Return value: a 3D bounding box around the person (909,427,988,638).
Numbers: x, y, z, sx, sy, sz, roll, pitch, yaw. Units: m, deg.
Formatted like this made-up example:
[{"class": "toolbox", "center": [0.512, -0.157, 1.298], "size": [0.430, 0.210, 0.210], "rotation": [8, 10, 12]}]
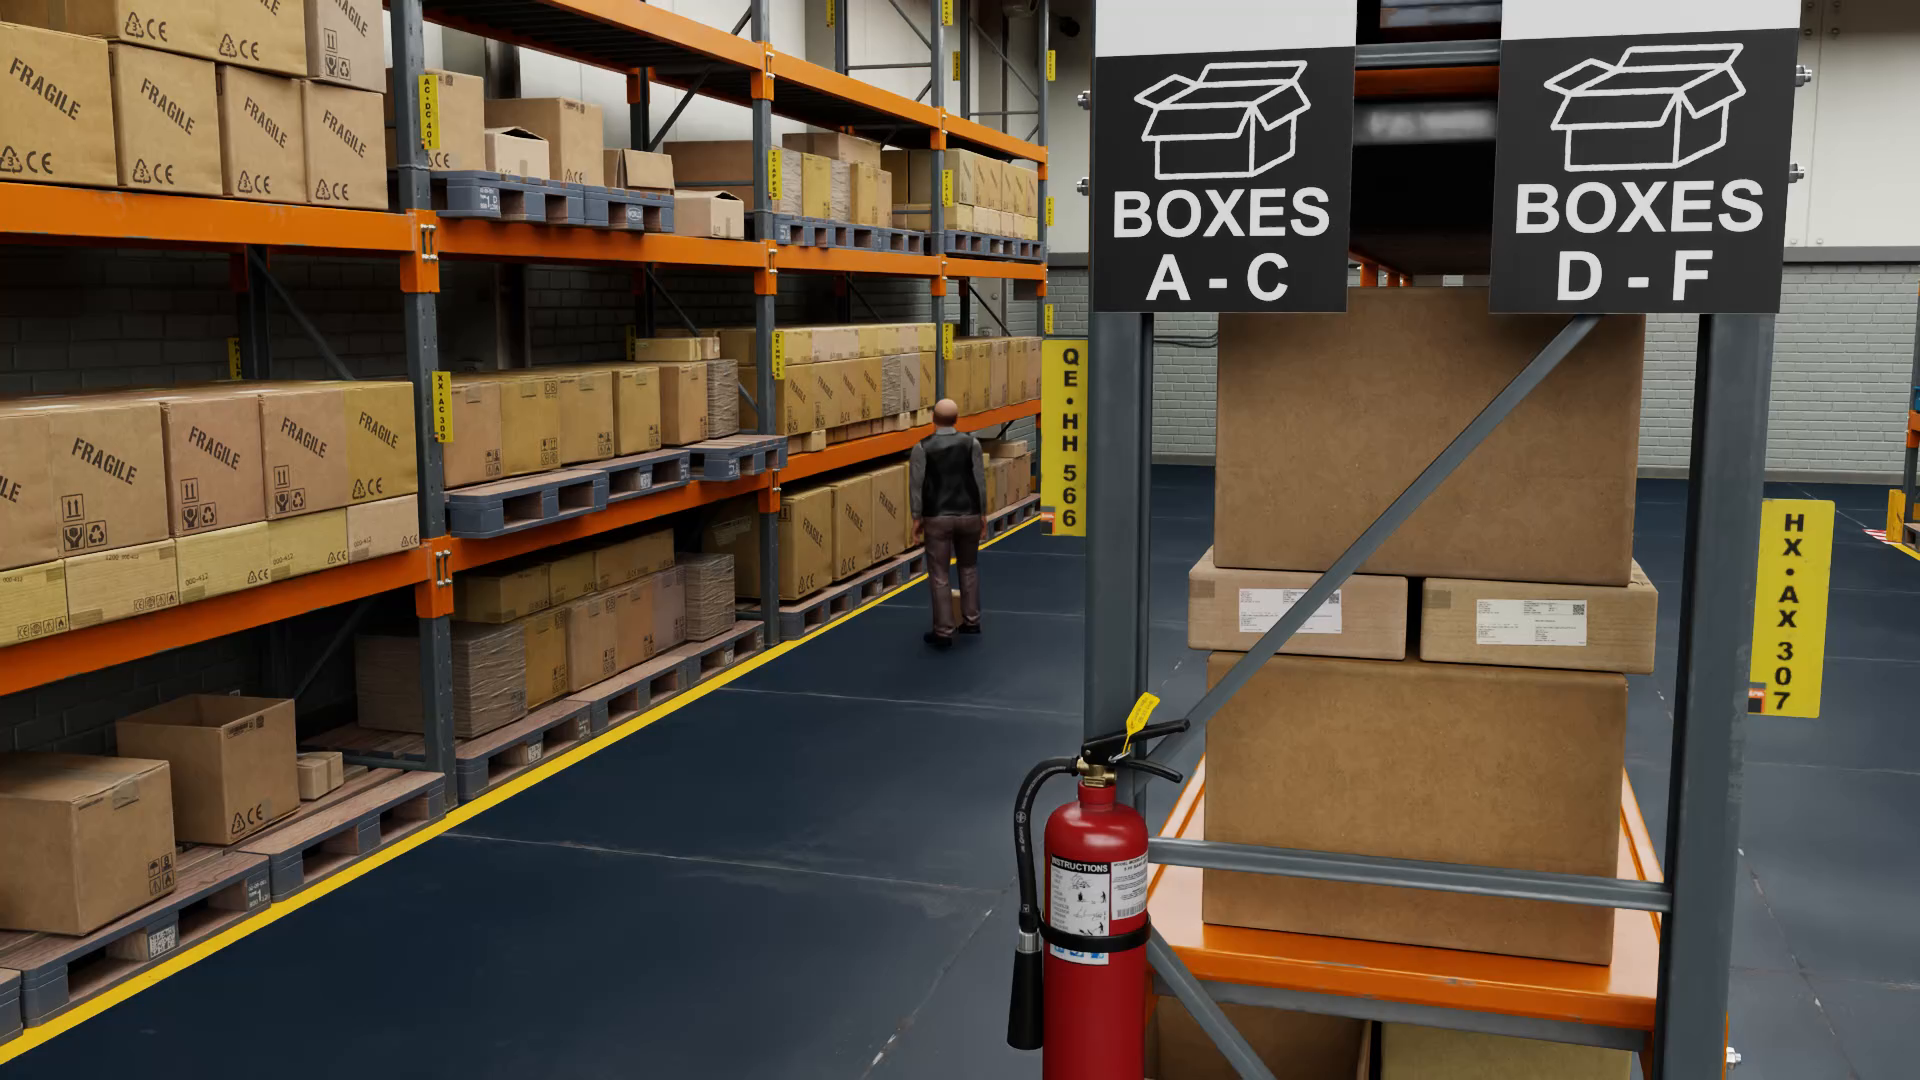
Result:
[{"class": "person", "center": [-0.080, -0.068, 11.709], "size": [0.559, 1.458, 0.488], "rotation": [-2, 8, -14]}]
